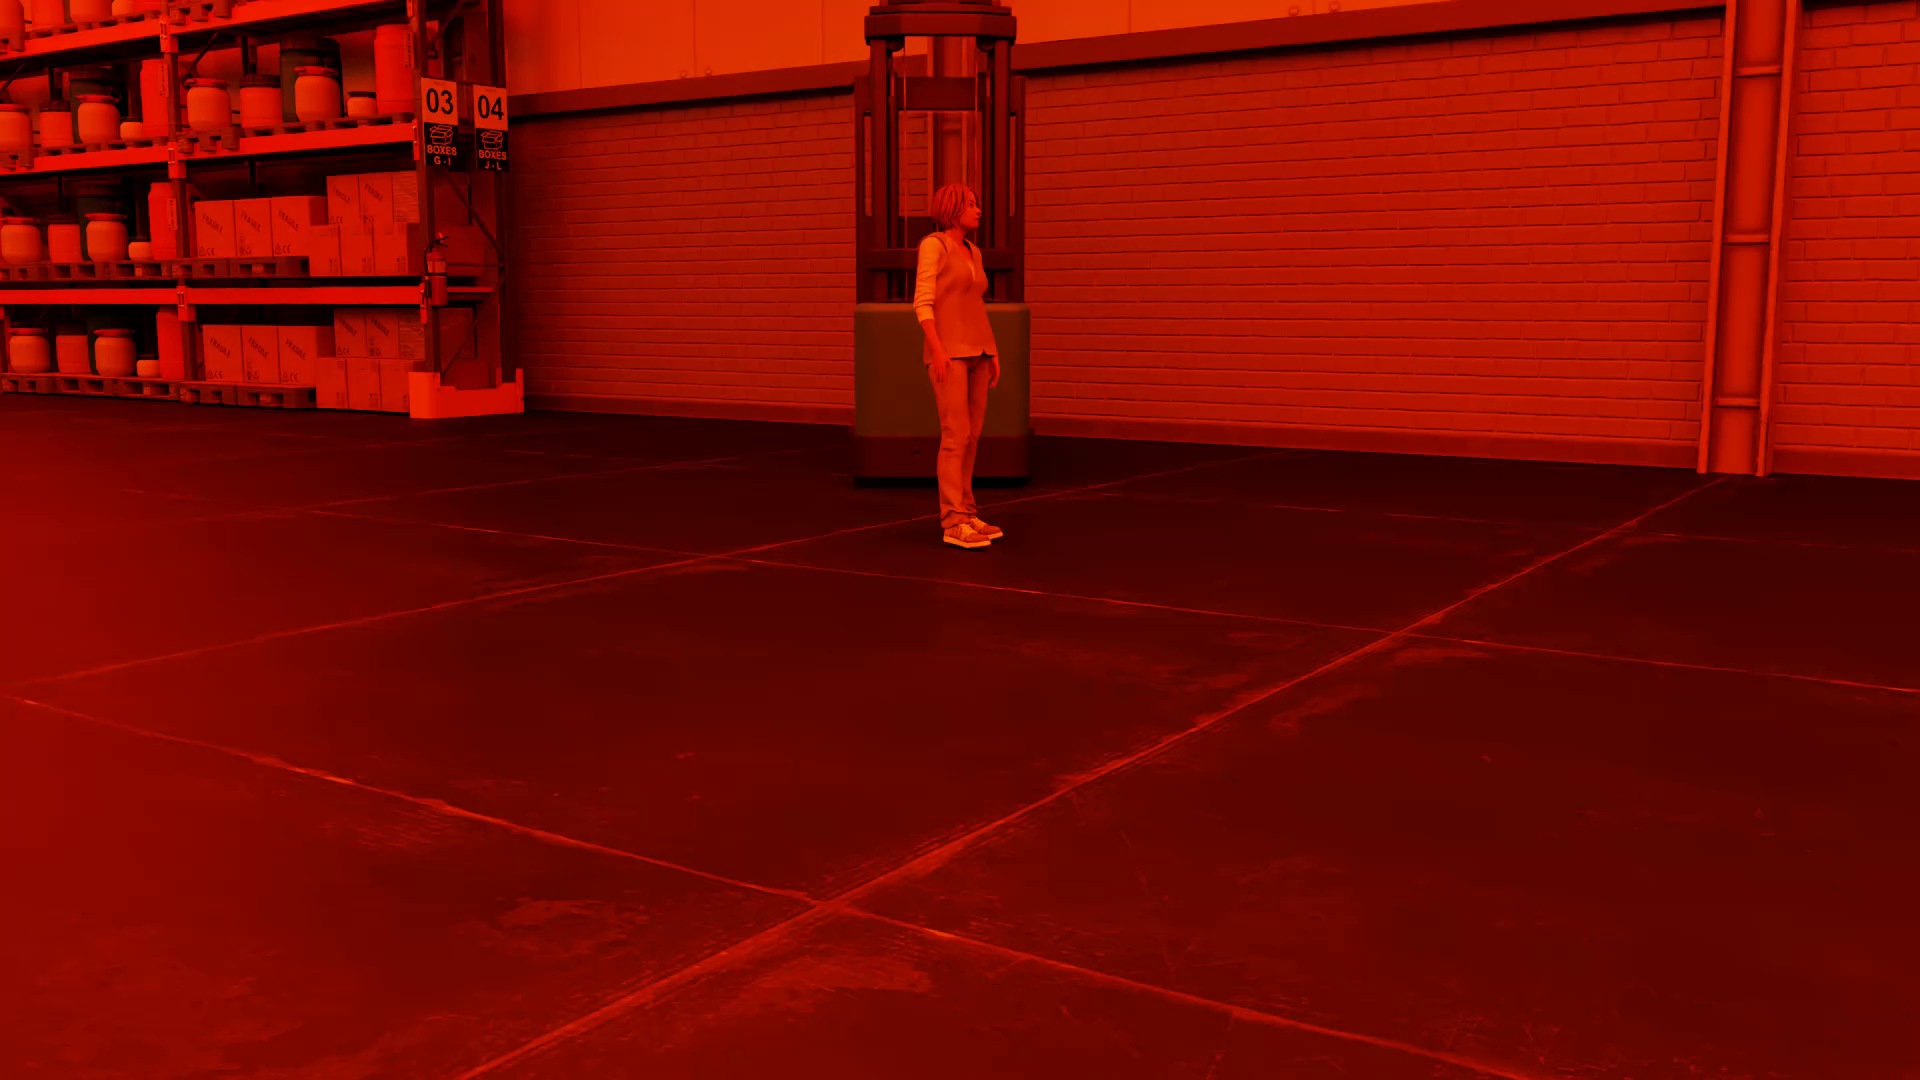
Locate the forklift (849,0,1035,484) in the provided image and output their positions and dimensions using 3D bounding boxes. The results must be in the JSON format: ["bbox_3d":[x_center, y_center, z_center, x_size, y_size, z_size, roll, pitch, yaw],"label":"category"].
[{"bbox_3d":[-0.134,-1.956,10.948,1.130,2.935,3.031,0,8,-1],"label":"forklift"}]

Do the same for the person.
[{"bbox_3d":[0.053,-0.790,7.438,0.475,1.596,0.521,5,10,34],"label":"person"}]
